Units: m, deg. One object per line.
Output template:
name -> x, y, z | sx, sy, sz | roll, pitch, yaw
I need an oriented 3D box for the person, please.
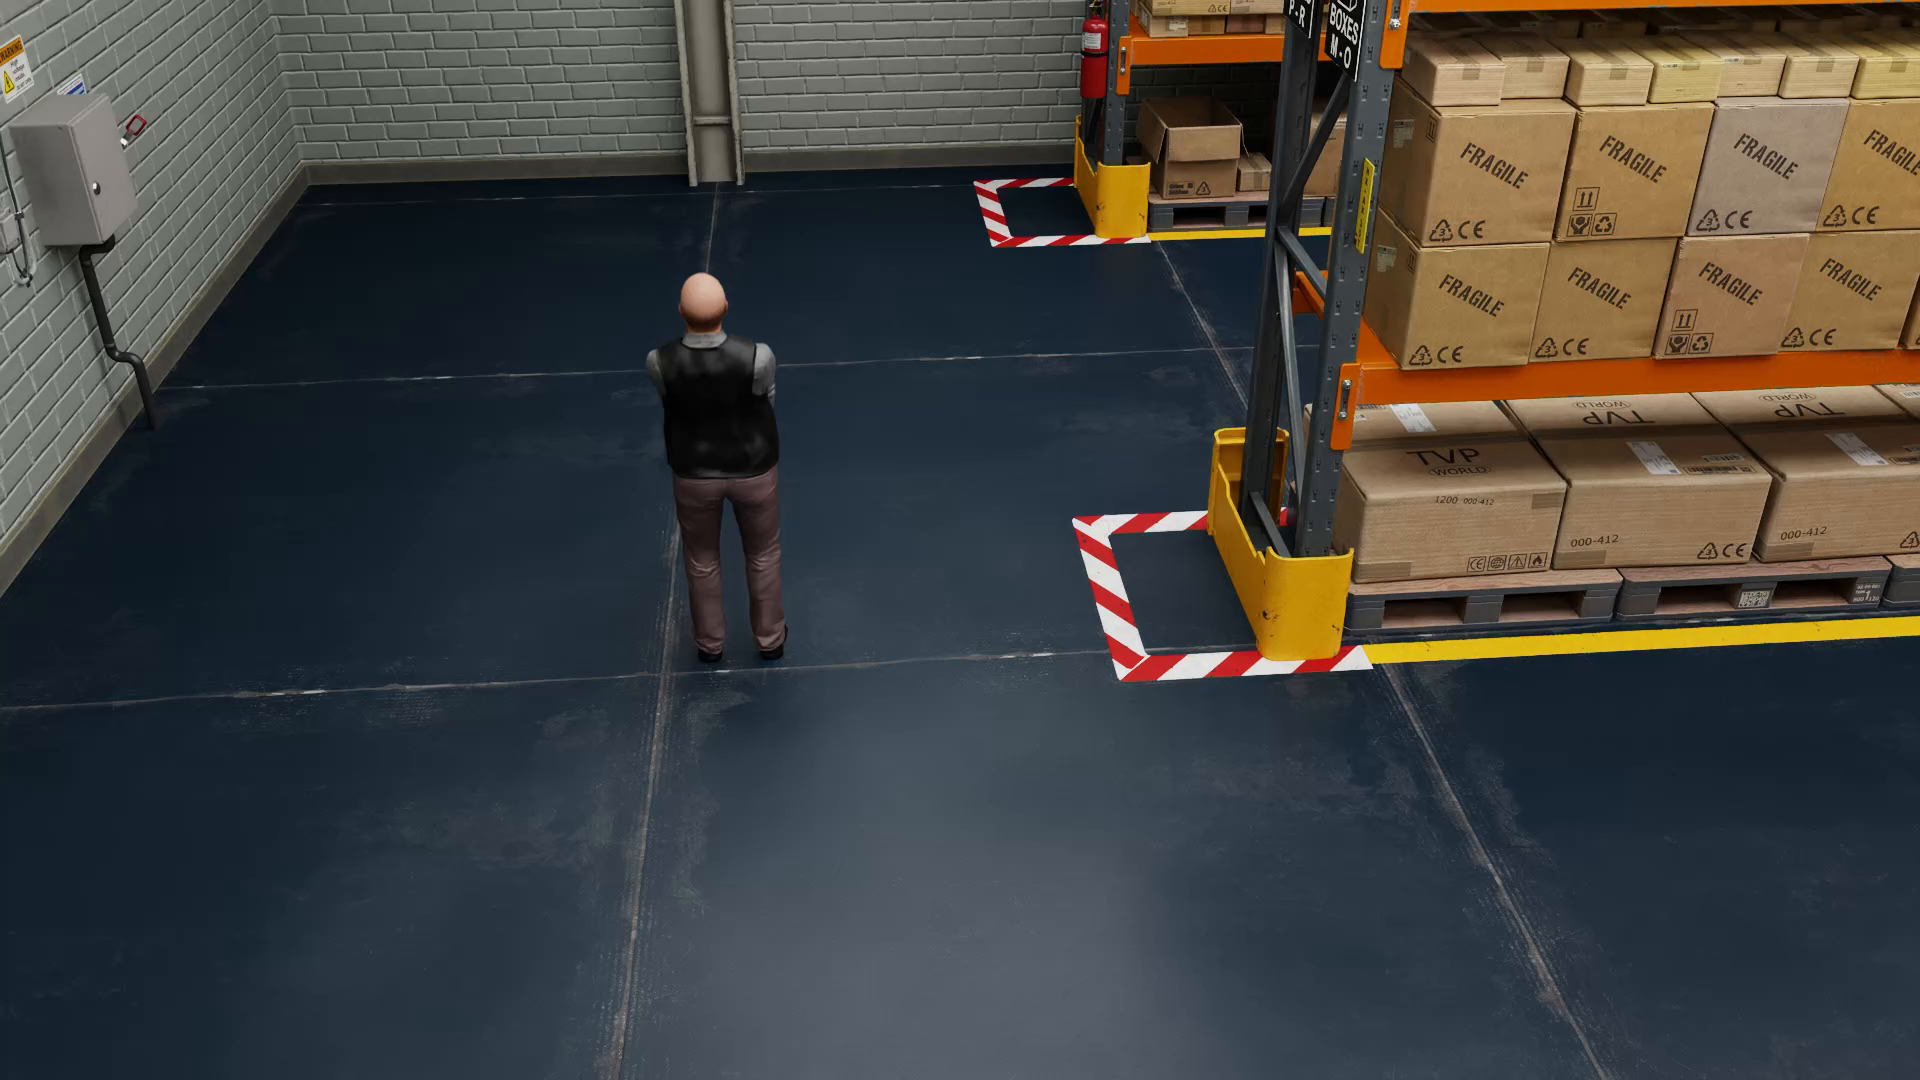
person -> -0.962, -0.318, 6.699 | 0.494, 1.708, 0.551 | -2, 31, -4
